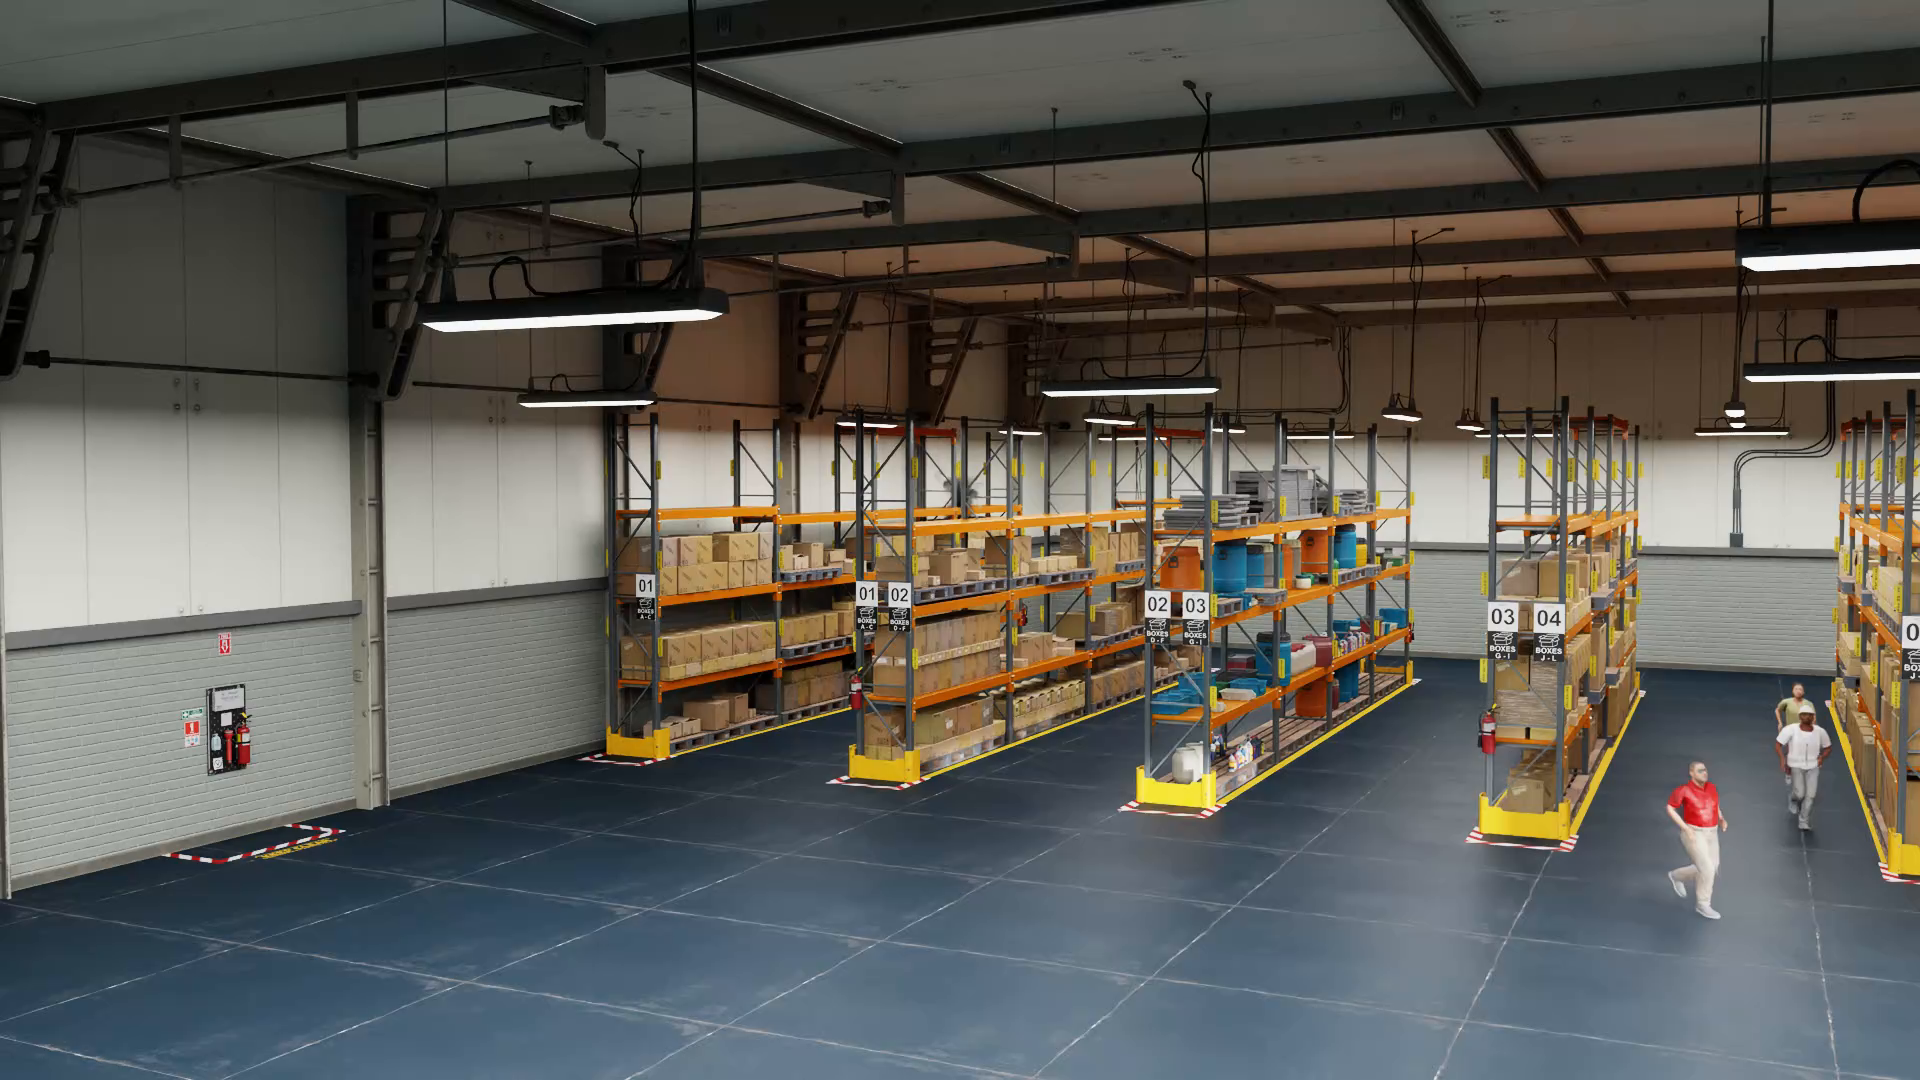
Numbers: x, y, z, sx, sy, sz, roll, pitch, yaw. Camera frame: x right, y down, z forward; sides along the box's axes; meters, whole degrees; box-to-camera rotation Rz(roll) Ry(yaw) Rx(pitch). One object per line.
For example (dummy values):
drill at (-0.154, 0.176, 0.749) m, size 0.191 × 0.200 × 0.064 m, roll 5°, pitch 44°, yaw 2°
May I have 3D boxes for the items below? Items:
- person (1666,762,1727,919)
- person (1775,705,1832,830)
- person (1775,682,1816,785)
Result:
person at (8.358, 3.367, 18.886) m, size 0.656 × 1.720 × 0.750 m, roll -1°, pitch 3°, yaw -23°
person at (11.805, 3.168, 23.249) m, size 0.718 × 1.727 × 0.621 m, roll 1°, pitch 2°, yaw 14°
person at (13.178, 3.061, 26.197) m, size 0.554 × 1.636 × 0.625 m, roll 1°, pitch 3°, yaw 19°
